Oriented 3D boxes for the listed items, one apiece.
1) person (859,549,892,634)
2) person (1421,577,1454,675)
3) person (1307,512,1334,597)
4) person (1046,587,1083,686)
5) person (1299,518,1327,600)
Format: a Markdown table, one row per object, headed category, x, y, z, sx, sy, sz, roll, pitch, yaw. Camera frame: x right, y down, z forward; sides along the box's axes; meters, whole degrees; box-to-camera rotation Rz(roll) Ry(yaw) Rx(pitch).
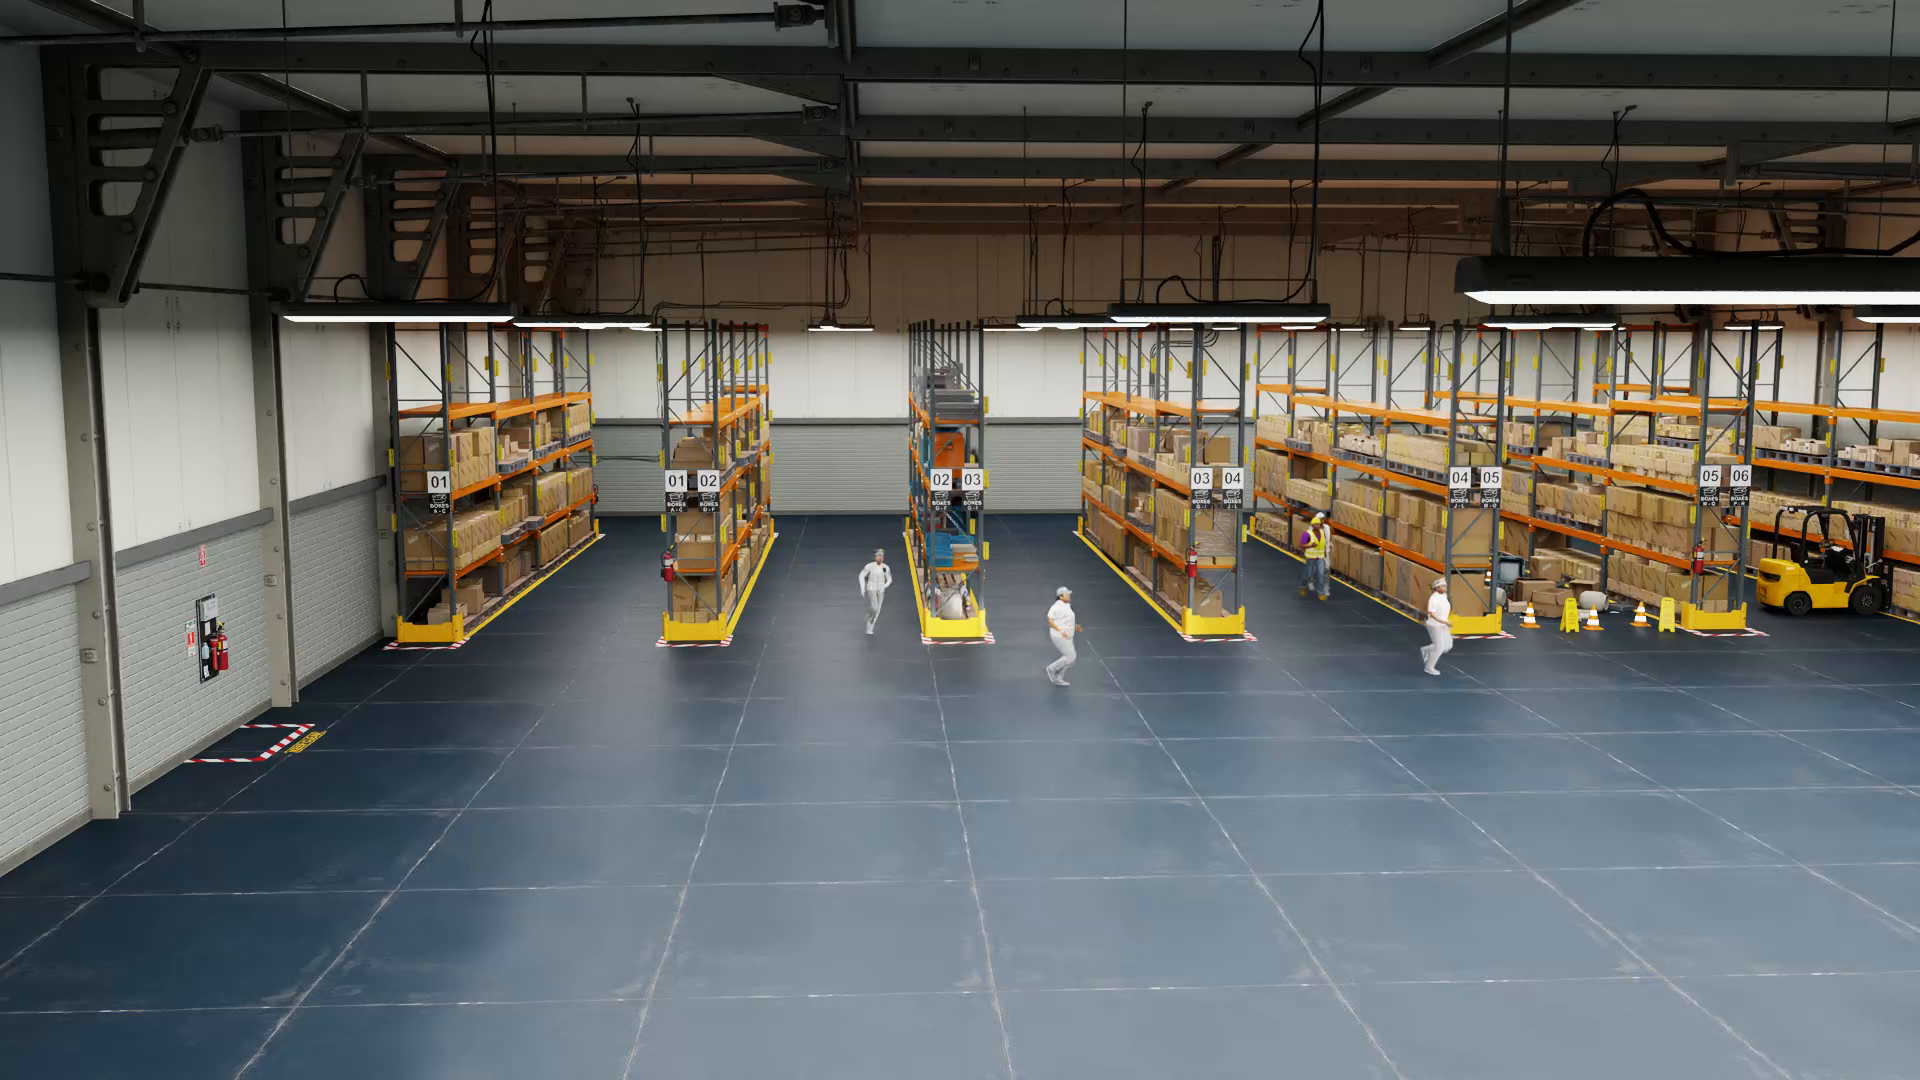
| category | x | y | z | sx | sy | sz | roll | pitch | yaw |
| --- | --- | --- | --- | --- | --- | --- | --- | --- | --- |
| person | -1.578 | 0.986 | 31.751 | 0.600 | 1.635 | 0.556 | -2 | 7 | -17 |
| person | 8.102 | 1.444 | 28.126 | 0.606 | 1.663 | 0.592 | 6 | 9 | 41 |
| person | 7.926 | 0.298 | 36.649 | 0.670 | 1.821 | 0.881 | -1 | 7 | -5 |
| person | 1.705 | 1.573 | 27.145 | 0.538 | 1.621 | 0.582 | 3 | 8 | 22 |
| person | 7.617 | 0.381 | 35.776 | 0.710 | 1.741 | 0.996 | -2 | 7 | -13 |
